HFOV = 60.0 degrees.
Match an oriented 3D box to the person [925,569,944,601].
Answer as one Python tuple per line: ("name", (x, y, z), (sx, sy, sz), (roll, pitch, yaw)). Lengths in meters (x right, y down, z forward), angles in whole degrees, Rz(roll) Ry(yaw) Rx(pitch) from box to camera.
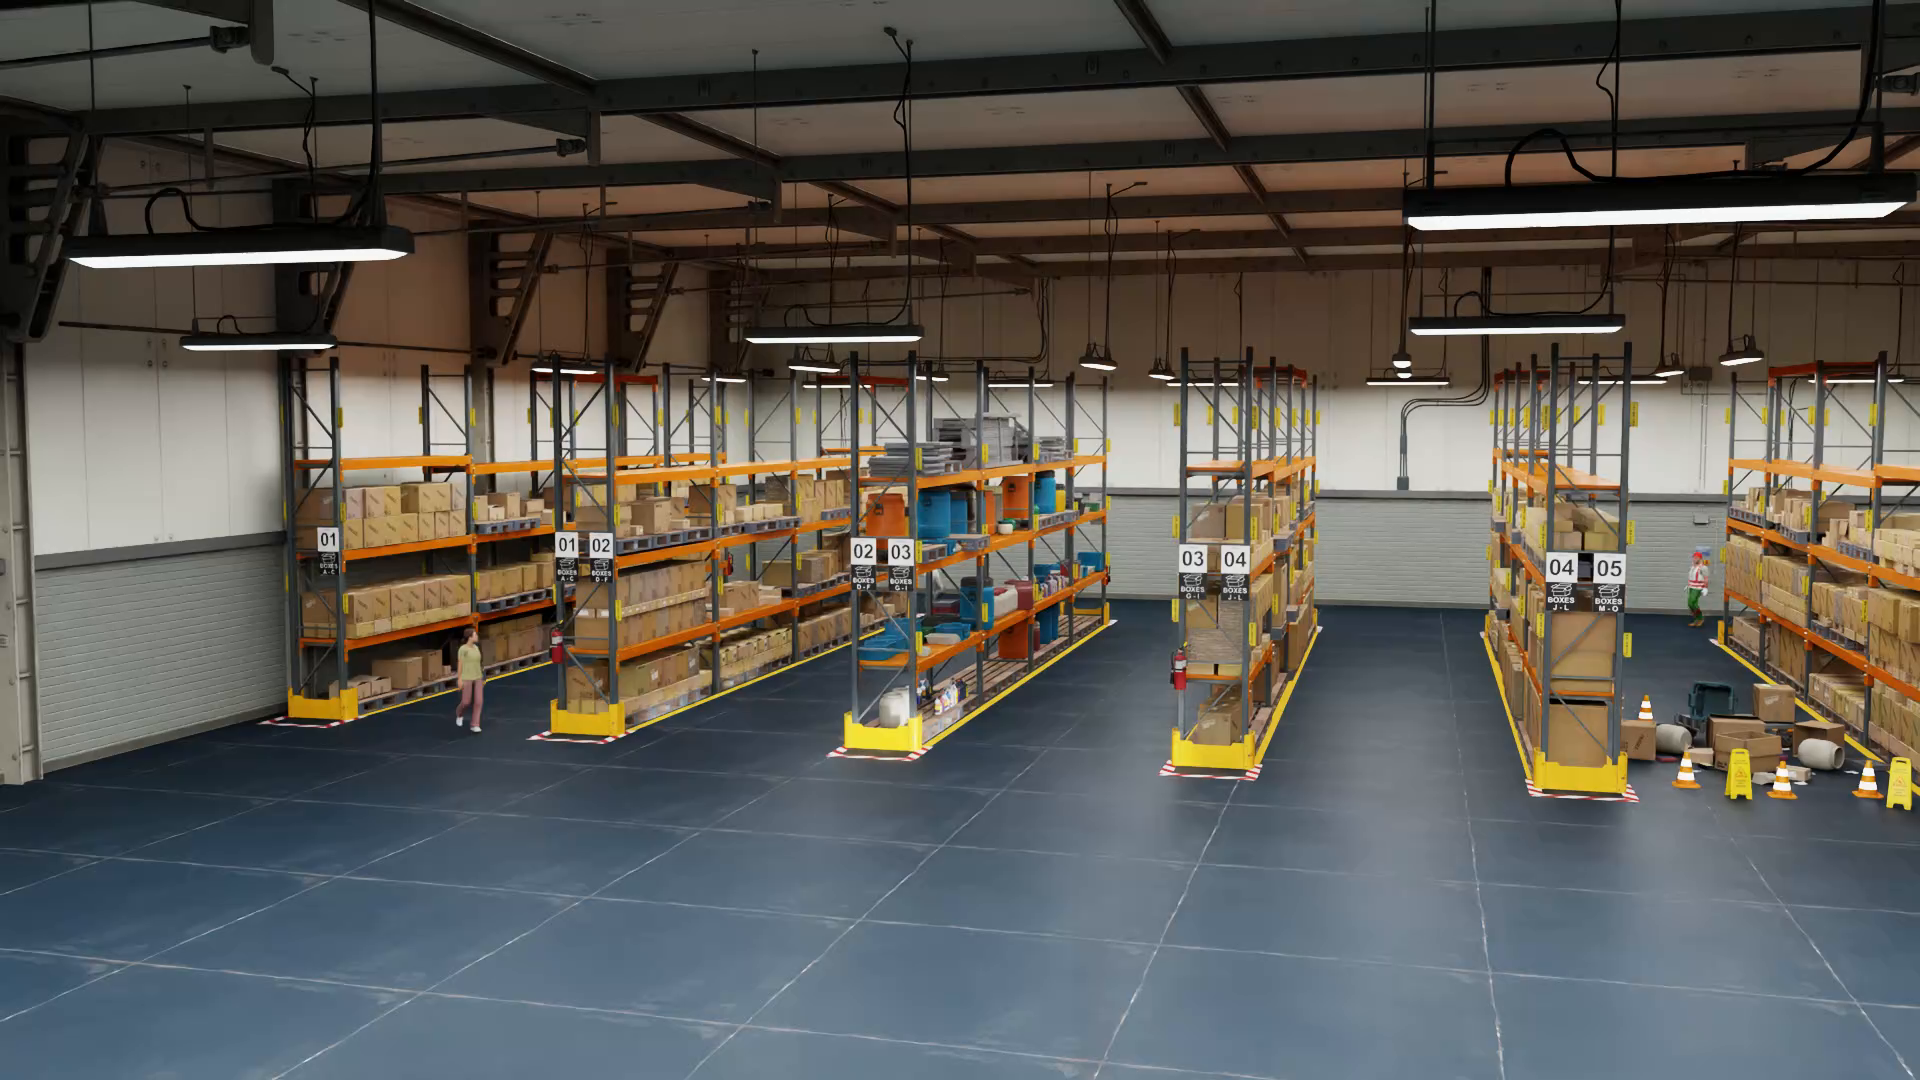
("person", (-0.688, 0.978, 43.178), (0.431, 1.673, 0.540), (2, 5, 28))

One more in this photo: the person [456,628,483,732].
("person", (-7.829, 2.220, 26.525), (0.458, 1.651, 0.595), (-3, 5, -38))

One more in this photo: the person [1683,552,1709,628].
("person", (17.526, 1.181, 39.684), (0.452, 1.794, 0.532), (0, 4, -5))
